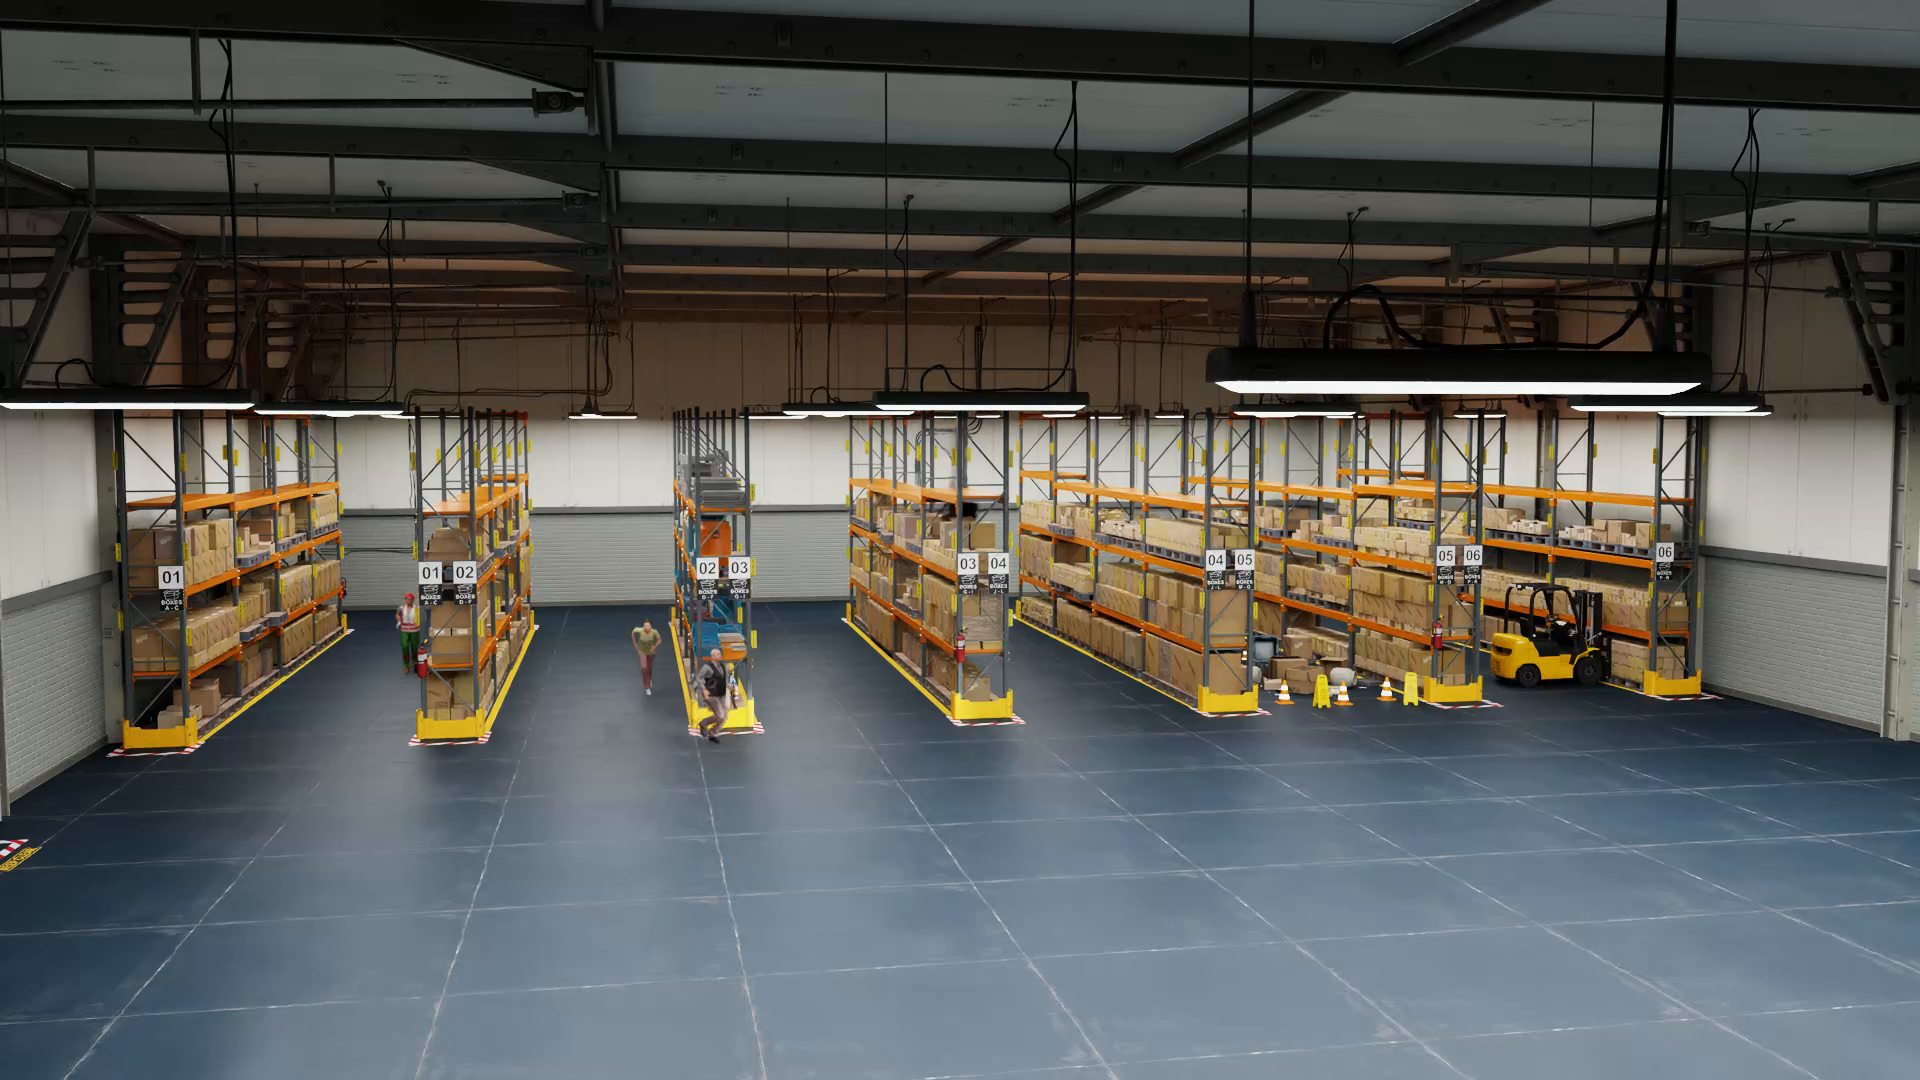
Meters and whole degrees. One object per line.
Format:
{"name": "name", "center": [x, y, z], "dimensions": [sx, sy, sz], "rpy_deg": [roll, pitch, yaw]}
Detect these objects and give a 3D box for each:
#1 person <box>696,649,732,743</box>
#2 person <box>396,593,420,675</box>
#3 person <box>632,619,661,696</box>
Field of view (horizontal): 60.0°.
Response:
{"name": "person", "center": [-4.359, 2.785, 29.678], "dimensions": [0.592, 1.679, 0.663], "rpy_deg": [3, 5, 32]}
{"name": "person", "center": [-12.560, 2.110, 37.993], "dimensions": [0.652, 1.805, 0.983], "rpy_deg": [-1, 4, -11]}
{"name": "person", "center": [-6.633, 2.442, 35.236], "dimensions": [0.616, 1.625, 1.003], "rpy_deg": [-1, 4, -8]}
